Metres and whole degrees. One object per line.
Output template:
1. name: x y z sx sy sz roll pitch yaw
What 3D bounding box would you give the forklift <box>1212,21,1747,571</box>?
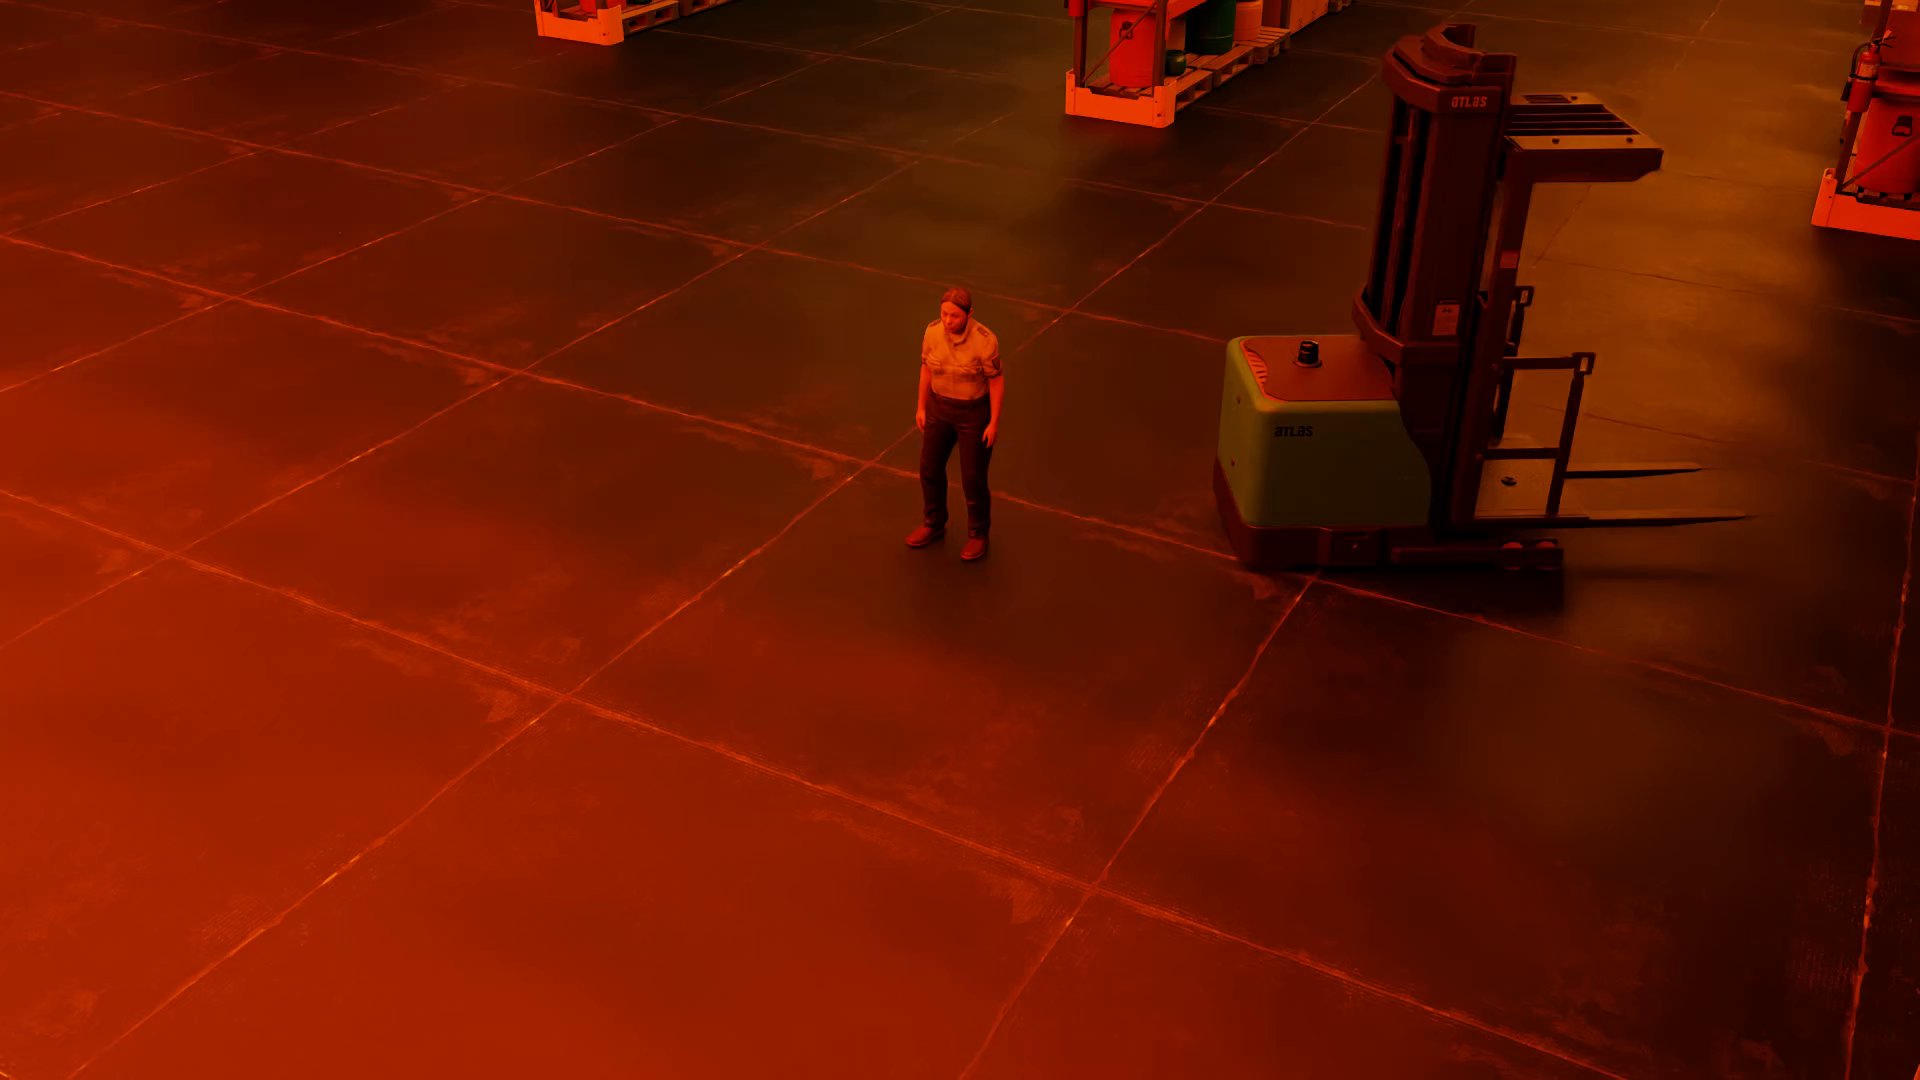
1. forklift: 3.114 -1.354 9.416 3.031 2.935 1.130 -1 30 -2

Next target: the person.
1. person: -0.016 -0.702 9.569 0.546 1.651 0.373 14 33 23
